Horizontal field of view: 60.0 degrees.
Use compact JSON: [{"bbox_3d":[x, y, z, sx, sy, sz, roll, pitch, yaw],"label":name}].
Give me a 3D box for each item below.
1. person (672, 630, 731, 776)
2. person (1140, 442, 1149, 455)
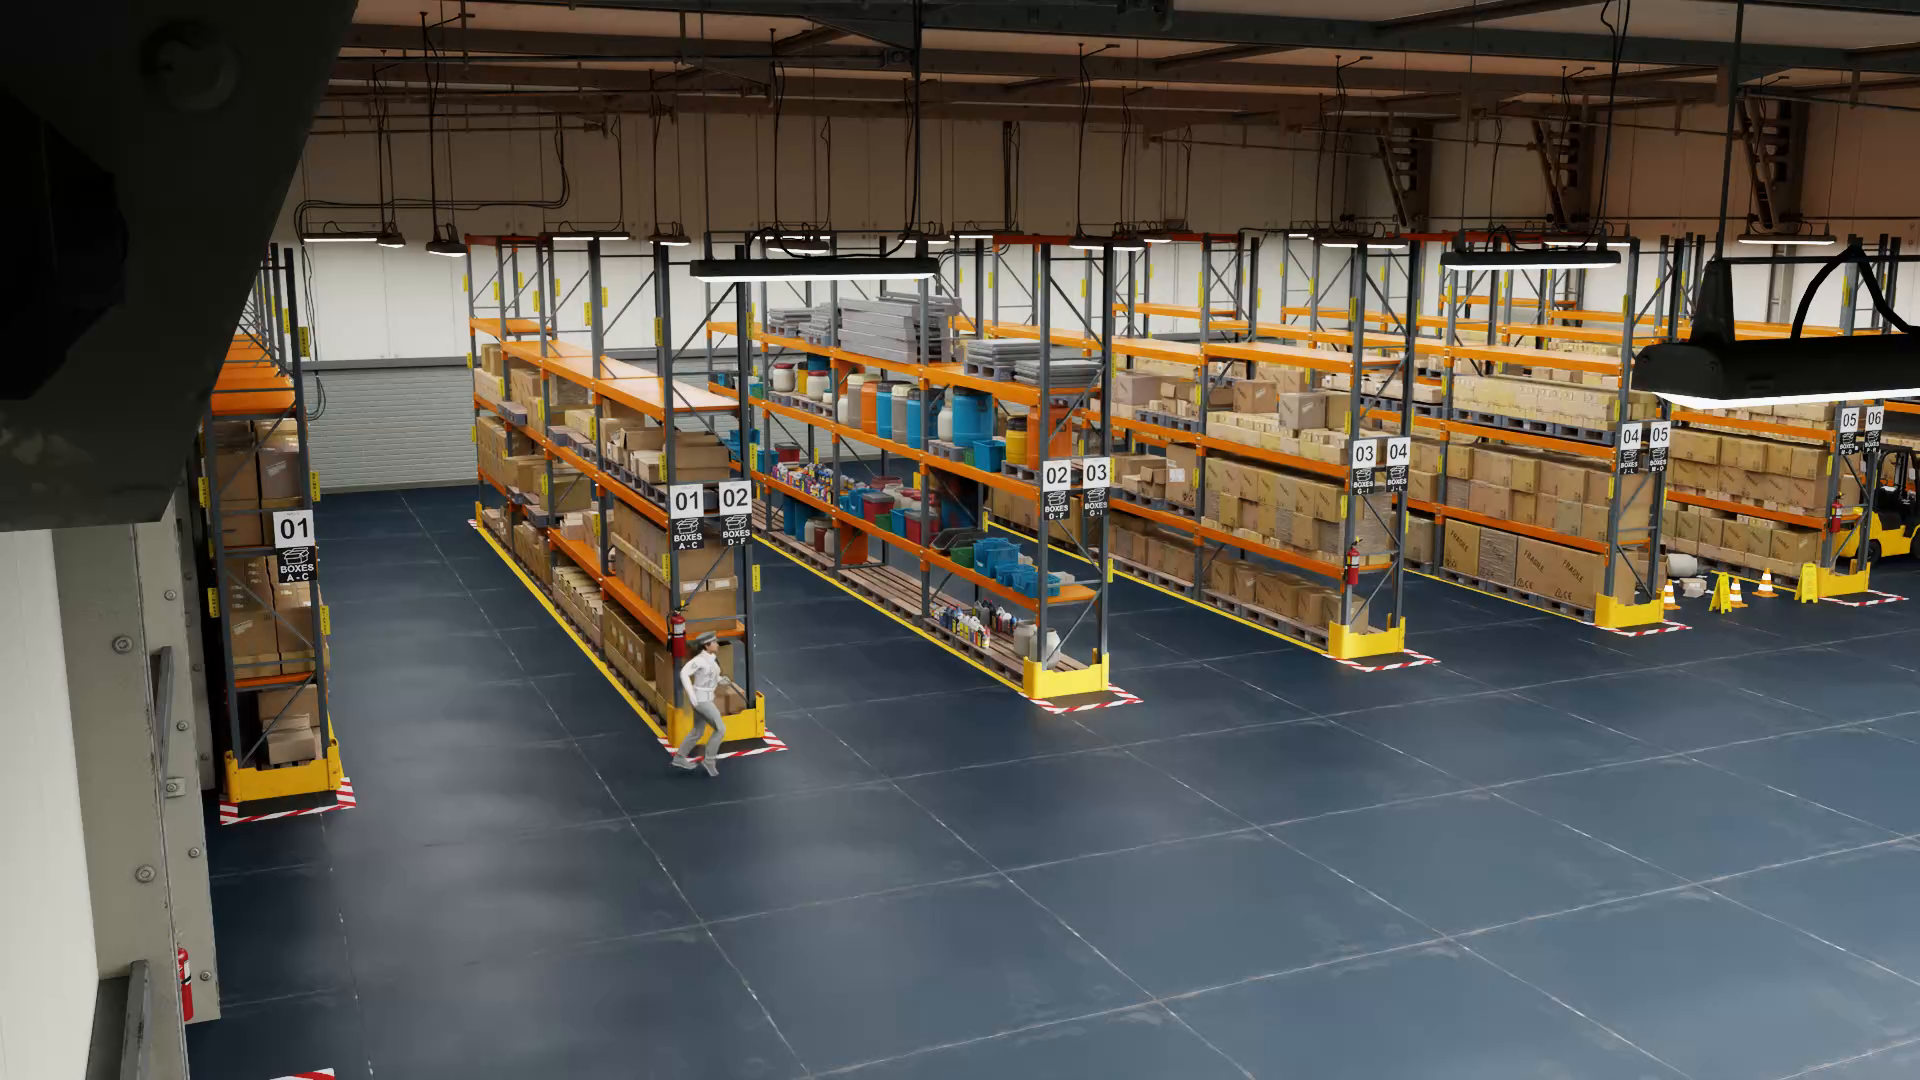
[{"bbox_3d":[-2.981,1.895,19.120,0.705,1.744,0.631,0,11,-1],"label":"person"},{"bbox_3d":[4.687,-2.960,43.702,0.647,1.832,0.856,6,13,29],"label":"person"}]
